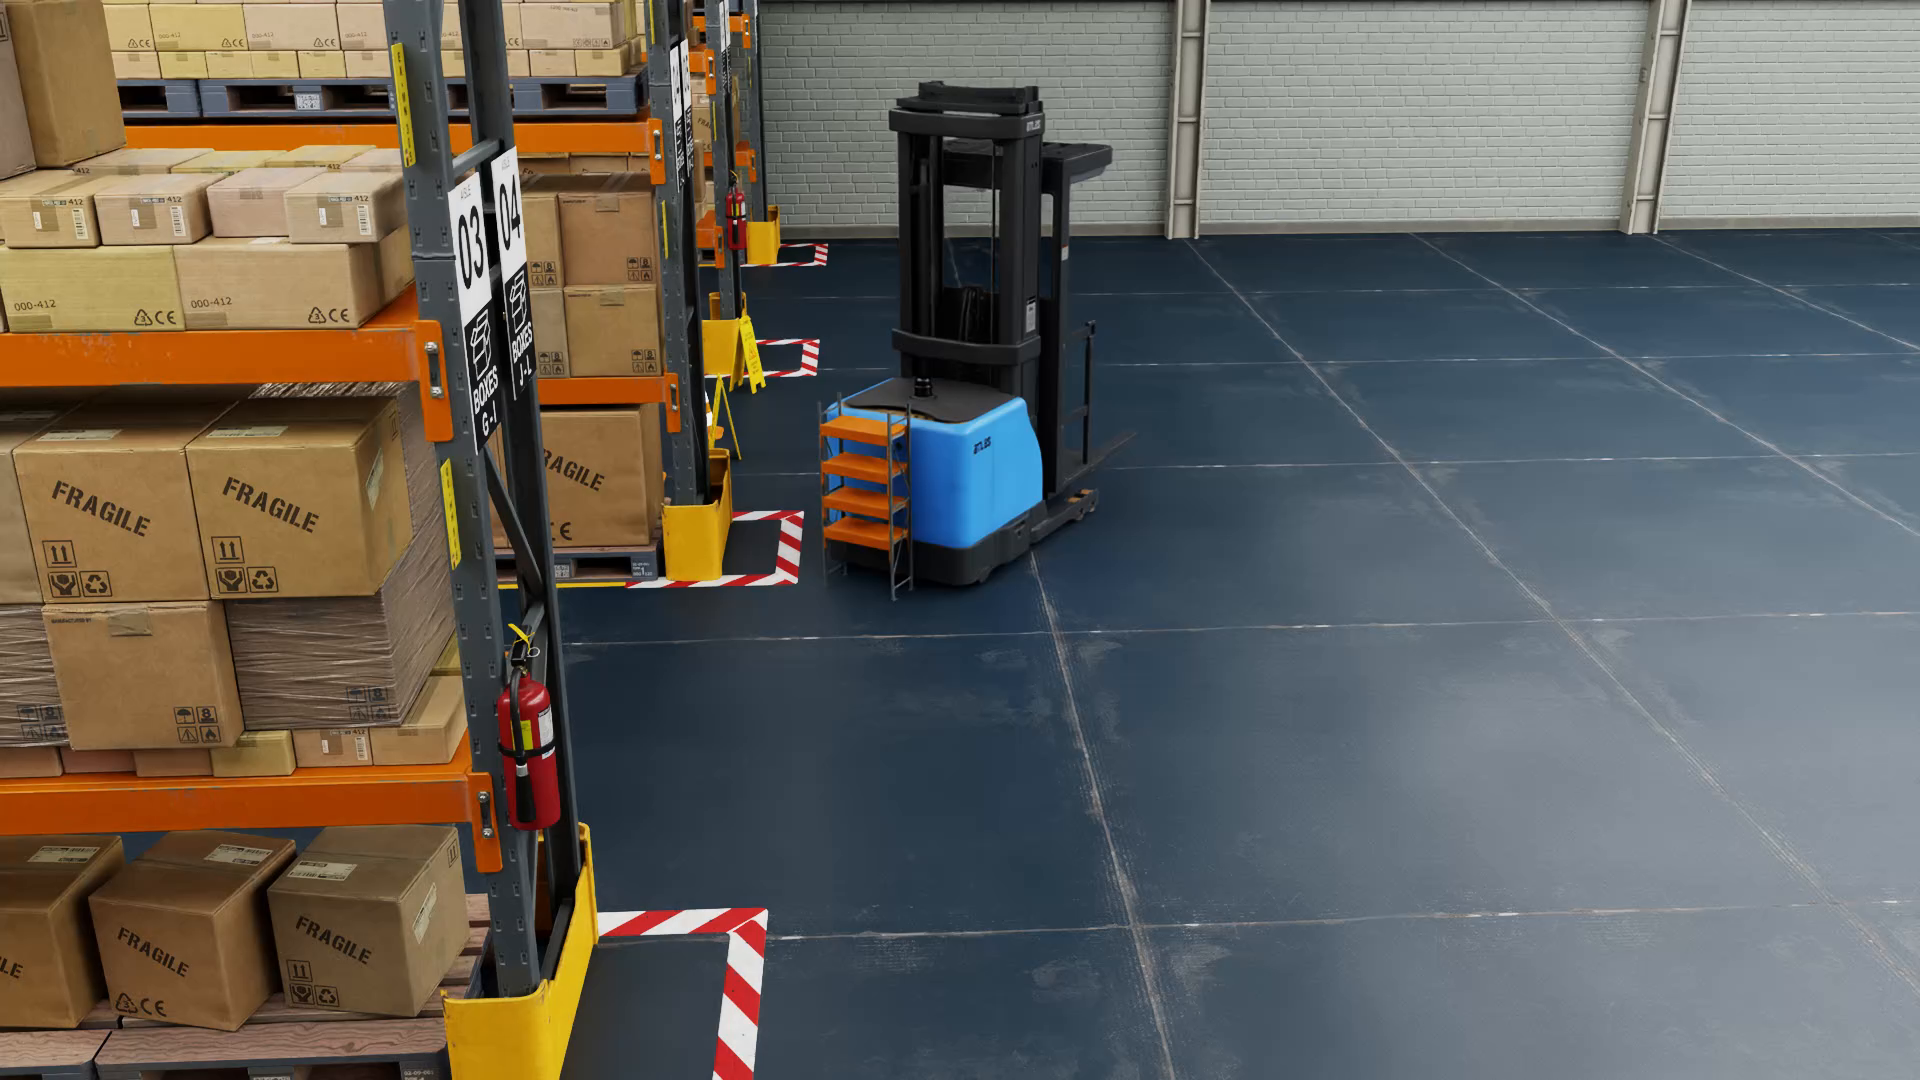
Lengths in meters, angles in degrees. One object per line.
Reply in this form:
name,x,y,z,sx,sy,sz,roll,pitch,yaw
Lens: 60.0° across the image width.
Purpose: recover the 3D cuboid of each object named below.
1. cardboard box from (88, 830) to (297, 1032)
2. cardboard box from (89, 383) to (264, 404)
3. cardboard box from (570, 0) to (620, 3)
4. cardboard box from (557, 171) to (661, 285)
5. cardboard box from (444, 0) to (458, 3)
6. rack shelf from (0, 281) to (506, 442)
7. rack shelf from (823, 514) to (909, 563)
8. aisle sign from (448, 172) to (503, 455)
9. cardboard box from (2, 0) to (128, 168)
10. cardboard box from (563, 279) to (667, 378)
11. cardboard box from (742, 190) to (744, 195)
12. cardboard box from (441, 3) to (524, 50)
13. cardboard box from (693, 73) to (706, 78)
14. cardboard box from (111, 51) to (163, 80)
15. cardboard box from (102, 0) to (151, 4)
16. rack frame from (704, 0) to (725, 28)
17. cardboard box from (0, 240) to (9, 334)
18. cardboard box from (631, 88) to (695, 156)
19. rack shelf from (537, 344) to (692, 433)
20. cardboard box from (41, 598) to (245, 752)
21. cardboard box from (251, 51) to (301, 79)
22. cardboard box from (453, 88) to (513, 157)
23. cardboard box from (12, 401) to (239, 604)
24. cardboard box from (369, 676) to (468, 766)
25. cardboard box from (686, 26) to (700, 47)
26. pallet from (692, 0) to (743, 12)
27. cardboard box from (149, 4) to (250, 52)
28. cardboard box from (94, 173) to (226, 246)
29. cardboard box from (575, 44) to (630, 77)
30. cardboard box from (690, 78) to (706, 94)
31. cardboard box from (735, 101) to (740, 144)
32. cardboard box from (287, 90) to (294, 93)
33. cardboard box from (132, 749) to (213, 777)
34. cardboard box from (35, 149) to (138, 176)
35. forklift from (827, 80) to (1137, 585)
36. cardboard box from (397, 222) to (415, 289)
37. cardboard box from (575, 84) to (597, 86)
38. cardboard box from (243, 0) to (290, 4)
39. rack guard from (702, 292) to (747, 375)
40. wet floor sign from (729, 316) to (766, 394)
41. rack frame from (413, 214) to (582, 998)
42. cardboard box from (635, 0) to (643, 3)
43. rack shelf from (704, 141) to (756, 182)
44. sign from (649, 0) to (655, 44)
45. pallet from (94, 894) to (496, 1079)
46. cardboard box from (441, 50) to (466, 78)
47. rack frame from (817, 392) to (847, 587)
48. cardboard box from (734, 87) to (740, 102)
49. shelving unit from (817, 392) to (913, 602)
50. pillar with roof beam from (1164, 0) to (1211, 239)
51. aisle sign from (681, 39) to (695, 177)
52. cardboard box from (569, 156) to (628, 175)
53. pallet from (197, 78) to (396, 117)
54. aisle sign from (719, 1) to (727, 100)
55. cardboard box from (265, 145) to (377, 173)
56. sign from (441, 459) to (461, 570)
cardboard box,-2.772,1.417,6.106,0.500,0.500,0.500,4,21,11
cardboard box,-2.617,-0.317,5.774,0.500,0.500,0.500,-1,21,-3
cardboard box,-2.052,-3.122,9.393,0.250,0.149,0.380,-1,21,-3
cardboard box,-2.108,-1.931,10.248,0.550,0.550,0.875,-1,21,-3
cardboard box,-2.816,-3.107,9.352,0.250,0.149,0.380,-1,21,-2
rack shelf,-3.550,-0.611,5.305,4.000,0.370,1.077,-1,21,-3
rack shelf,-0.569,-0.013,10.212,0.480,0.148,0.258,11,24,27
aisle sign,-1.474,-0.695,5.078,0.004,0.787,0.394,-1,21,-3
cardboard box,-3.050,-1.473,5.297,0.500,0.500,0.500,-1,21,-3
cardboard box,-2.103,-1.396,10.362,0.550,0.550,0.875,-1,21,-3
cardboard box,-2.887,-4.078,20.189,0.500,0.250,0.500,-1,21,-2
cardboard box,-2.707,-2.944,9.485,0.500,0.250,0.500,-1,21,-3
cardboard box,-3.022,-5.444,19.734,0.250,0.149,0.380,0,21,-1
cardboard box,-4.588,-2.698,9.399,0.250,0.149,0.380,-1,21,-4
cardboard box,-4.585,-3.071,9.258,0.250,0.149,0.380,-1,21,-4
rack frame,-2.119,-5.910,13.996,0.127,3.000,1.000,-1,21,-3
cardboard box,-3.030,-0.799,4.999,0.500,0.250,0.500,-1,21,-2
cardboard box,-2.616,-3.671,14.584,0.500,0.500,0.700,-2,21,-4
rack shelf,-3.732,-0.973,10.472,4.000,0.370,1.077,-1,21,-3
cardboard box,-2.596,0.283,5.604,0.500,0.500,0.875,-1,21,-3
cardboard box,-3.827,-2.714,9.439,0.250,0.149,0.380,-1,21,-2
cardboard box,-4.131,-3.656,14.544,0.500,0.500,0.700,-1,21,-3
cardboard box,-2.587,-0.128,5.277,0.500,0.500,0.500,-1,21,-3
cardboard box,-1.826,0.611,5.654,0.250,0.149,0.380,-1,21,-3
cardboard box,-2.468,-4.499,14.860,0.250,0.149,0.380,-1,21,-3
pallet,-3.113,-6.225,19.163,1.213,0.211,1.003,-1,21,-3
cardboard box,-4.217,-2.914,9.405,0.500,0.250,0.500,-1,21,-4
cardboard box,-2.346,-0.979,4.912,0.250,0.149,0.380,-2,21,-5
cardboard box,-2.048,-2.750,9.535,0.250,0.149,0.380,-1,21,-3
cardboard box,-2.996,-5.260,19.251,0.250,0.149,0.380,-1,21,-3
cardboard box,-2.916,-5.005,19.910,0.500,0.500,0.500,0,21,-1
cardboard box,-5.660,-3.610,14.423,0.500,0.500,0.700,-1,21,-4
cardboard box,-2.572,0.639,5.581,0.250,0.149,0.380,-1,21,-3
cardboard box,-2.869,-1.177,5.431,0.250,0.149,0.380,-1,21,-3
forklift,0.316,-1.571,11.127,1.130,2.935,3.031,11,24,27
cardboard box,-2.049,-1.000,5.526,0.500,0.250,0.500,-1,21,-1
cardboard box,-4.282,-5.243,19.206,0.250,0.149,0.380,-1,21,-2
cardboard box,-3.827,-3.086,9.297,0.250,0.149,0.380,-1,21,-3
rack guard,-2.194,-1.936,15.504,0.348,0.500,1.175,-1,21,-3
wet floor sign,-1.868,-1.630,14.494,0.232,0.644,0.267,6,22,16
rack frame,-1.553,0.414,5.817,0.127,3.000,1.000,-1,21,-3
cardboard box,-2.699,-4.660,14.161,0.250,0.149,0.380,-1,21,-2
rack shelf,-4.402,-4.493,19.716,4.000,0.370,1.077,-1,21,-3
sign,-1.718,-2.935,9.266,0.005,0.325,0.100,-1,21,-3
pallet,-2.442,1.723,6.299,1.213,0.211,1.003,-1,21,-3
cardboard box,-2.808,-2.735,9.495,0.250,0.149,0.380,-1,21,-3
rack frame,-0.783,-0.303,10.227,0.015,1.200,0.240,11,24,27
cardboard box,-2.759,-5.304,19.786,0.250,0.149,0.380,-2,21,-4
shelving unit,-0.570,-0.260,10.115,0.503,1.200,0.258,11,24,27
pillar with roof beam,3.084,-6.572,15.735,0.400,9.000,9.100,-1,21,-3
aisle sign,-1.681,-2.673,10.272,0.004,0.787,0.394,-1,21,-3
cardboard box,-3.145,-3.174,14.685,0.500,0.500,0.500,-1,21,-3
pallet,-3.696,-2.666,9.815,1.213,0.211,1.003,-1,21,-3
aisle sign,-2.040,-4.219,14.334,0.004,0.787,0.394,-1,21,-3
cardboard box,-2.105,-1.210,5.517,0.250,0.149,0.380,-1,21,-2
sign,-1.541,-0.077,5.036,0.005,0.325,0.100,-1,21,-3
